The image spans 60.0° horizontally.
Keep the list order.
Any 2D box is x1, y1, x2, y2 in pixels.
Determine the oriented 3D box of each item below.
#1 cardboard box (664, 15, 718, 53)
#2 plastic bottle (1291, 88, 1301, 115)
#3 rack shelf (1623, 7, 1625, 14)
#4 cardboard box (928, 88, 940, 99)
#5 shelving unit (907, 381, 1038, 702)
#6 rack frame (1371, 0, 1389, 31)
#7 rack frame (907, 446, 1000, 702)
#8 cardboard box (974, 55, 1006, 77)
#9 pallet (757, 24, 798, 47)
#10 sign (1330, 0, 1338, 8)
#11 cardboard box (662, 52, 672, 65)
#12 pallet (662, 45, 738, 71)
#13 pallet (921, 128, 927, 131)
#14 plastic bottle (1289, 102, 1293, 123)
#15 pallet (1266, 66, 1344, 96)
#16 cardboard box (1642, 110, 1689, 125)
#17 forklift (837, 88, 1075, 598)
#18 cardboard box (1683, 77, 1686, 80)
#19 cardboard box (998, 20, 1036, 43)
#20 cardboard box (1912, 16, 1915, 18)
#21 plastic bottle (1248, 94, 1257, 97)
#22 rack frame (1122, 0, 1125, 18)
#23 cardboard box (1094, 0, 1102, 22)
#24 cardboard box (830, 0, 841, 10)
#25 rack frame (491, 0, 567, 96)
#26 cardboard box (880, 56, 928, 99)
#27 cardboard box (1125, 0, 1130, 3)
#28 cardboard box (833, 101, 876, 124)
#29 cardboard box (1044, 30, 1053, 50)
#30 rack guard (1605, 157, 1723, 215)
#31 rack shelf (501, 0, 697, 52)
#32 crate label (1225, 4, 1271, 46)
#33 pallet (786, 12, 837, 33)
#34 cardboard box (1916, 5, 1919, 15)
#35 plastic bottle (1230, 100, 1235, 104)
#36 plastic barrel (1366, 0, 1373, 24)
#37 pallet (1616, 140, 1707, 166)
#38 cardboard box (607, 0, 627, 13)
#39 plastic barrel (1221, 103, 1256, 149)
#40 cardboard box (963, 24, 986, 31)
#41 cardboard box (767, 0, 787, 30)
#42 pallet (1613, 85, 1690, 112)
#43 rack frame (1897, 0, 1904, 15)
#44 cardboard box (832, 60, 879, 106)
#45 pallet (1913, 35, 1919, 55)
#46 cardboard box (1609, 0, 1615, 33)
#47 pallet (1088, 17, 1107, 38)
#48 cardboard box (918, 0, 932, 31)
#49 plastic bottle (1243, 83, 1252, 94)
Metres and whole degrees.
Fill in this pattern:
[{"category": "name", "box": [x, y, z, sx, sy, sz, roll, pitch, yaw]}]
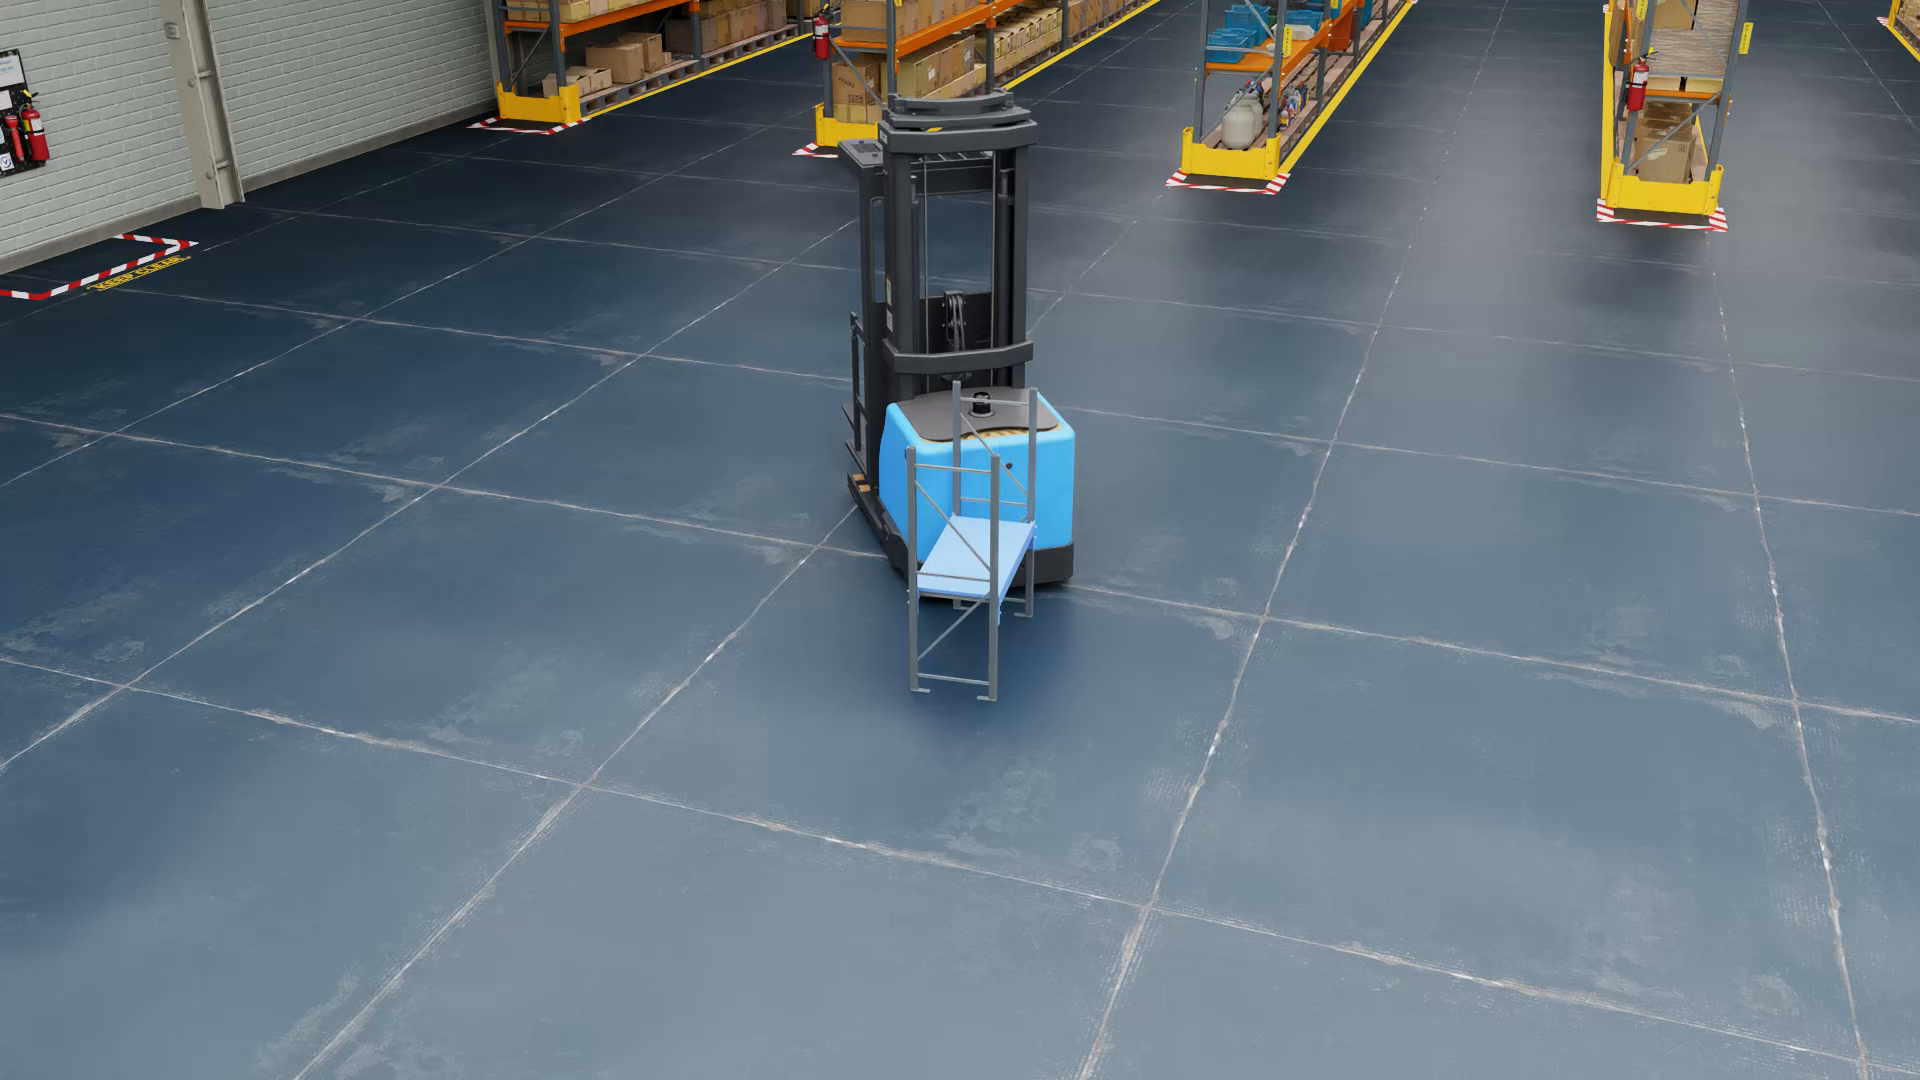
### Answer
[{"category": "cardboard box", "box": [-4.420, -8.326, 27.369, 0.700, 0.500, 0.500, 10, 27, 19]}, {"category": "plastic bottle", "box": [4.579, -6.000, 22.734, 0.144, 0.351, 0.185, 9, 27, 17]}, {"category": "rack shelf", "box": [11.360, -8.936, 27.089, 1.077, 0.370, 4.000, 9, 27, 17]}, {"category": "cardboard box", "box": [-0.590, -6.139, 23.160, 0.500, 0.250, 0.500, 9, 27, 17]}, {"category": "shelving unit", "box": [0.084, -0.010, 9.550, 0.538, 1.500, 1.048, 6, 26, 12]}, {"category": "rack frame", "box": [7.355, -10.800, 30.113, 1.000, 3.000, 0.127, 9, 27, 17]}, {"category": "rack frame", "box": [-0.037, 0.205, 9.105, 0.500, 1.500, 0.032, 6, 26, 12]}, {"category": "cardboard box", "box": [0.391, -7.313, 25.585, 0.500, 0.250, 0.500, 8, 27, 16]}, {"category": "pallet", "box": [-3.580, -9.016, 29.630, 1.003, 0.211, 1.213, 9, 27, 17]}, {"category": "sign", "box": [5.208, -7.552, 23.088, 0.100, 0.325, 0.005, 9, 27, 17]}, {"category": "cardboard box", "box": [-4.799, -7.647, 26.349, 0.380, 0.166, 0.250, 5, 26, 11]}, {"category": "pallet", "box": [-4.392, -8.014, 27.559, 1.003, 0.211, 1.213, 9, 27, 17]}, {"category": "pallet", "box": [-1.093, -5.653, 22.684, 1.003, 0.211, 1.213, 9, 27, 17]}, {"category": "plastic bottle", "box": [4.406, -5.720, 22.248, 0.097, 0.271, 0.097, 0, 26, 0]}, {"category": "pallet", "box": [5.322, -7.088, 25.648, 1.003, 0.211, 1.213, 9, 27, 17]}, {"category": "cardboard box", "box": [8.649, -4.973, 20.466, 0.500, 0.500, 0.500, 11, 28, 22]}, {"category": "forklift", "box": [-0.172, -1.582, 11.154, 1.130, 2.935, 3.031, -7, 27, -14]}, {"category": "cardboard box", "box": [8.614, -5.426, 19.302, 0.380, 0.149, 0.250, 9, 27, 17]}, {"category": "cardboard box", "box": [0.906, -8.201, 26.776, 0.500, 0.311, 0.500, 10, 27, 19]}, {"category": "cardboard box", "box": [17.255, -9.271, 29.745, 0.380, 0.149, 0.250, 9, 27, 18]}, {"category": "plastic bottle", "box": [3.977, -5.949, 22.716, 0.152, 0.276, 0.135, 9, 27, 17]}, {"category": "rack frame", "box": [2.685, -11.519, 31.600, 1.000, 3.000, 0.127, 9, 27, 17]}, {"category": "cardboard box", "box": [2.284, -9.731, 30.269, 0.500, 0.500, 0.500, 8, 27, 16]}, {"category": "cardboard box", "box": [-2.653, -10.456, 31.389, 0.750, 0.750, 0.750, 9, 27, 17]}, {"category": "rack frame", "box": [-5.981, -7.305, 22.895, 1.000, 3.000, 0.127, 9, 27, 17]}, {"category": "cardboard box", "box": [-0.755, -6.271, 22.572, 0.500, 0.500, 0.500, 9, 27, 17]}, {"category": "cardboard box", "box": [3.029, -10.648, 32.381, 0.500, 0.311, 0.500, 9, 27, 17]}, {"category": "cardboard box", "box": [-1.408, -5.803, 22.466, 0.500, 0.250, 0.500, 9, 27, 17]}, {"category": "cardboard box", "box": [1.241, -8.363, 27.754, 0.500, 0.250, 0.500, 8, 27, 17]}, {"category": "rack guard", "box": [8.058, -4.056, 19.054, 1.175, 0.500, 0.348, 9, 27, 17]}, {"category": "rack shelf", "box": [-5.315, -7.803, 24.749, 1.077, 0.370, 4.000, 9, 27, 17]}, {"category": "crate label", "box": [3.719, -6.680, 21.563, 0.502, 0.435, 0.616, 9, 27, 17]}, {"category": "pallet", "box": [-2.985, -9.650, 30.939, 1.003, 0.211, 1.213, 9, 27, 17]}, {"category": "cardboard box", "box": [16.907, -9.225, 28.967, 0.380, 0.149, 0.250, 8, 27, 16]}, {"category": "plastic bottle", "box": [3.669, -5.758, 22.321, 0.152, 0.276, 0.135, 9, 27, 18]}, {"category": "plastic barrel", "box": [7.158, -9.823, 30.022, 0.600, 0.901, 0.708, 9, 27, 17]}, {"category": "pallet", "box": [8.769, -4.754, 20.827, 1.003, 0.211, 1.213, 9, 27, 17]}, {"category": "cardboard box", "box": [-5.184, -7.825, 24.118, 0.500, 0.250, 0.500, 8, 27, 17]}, {"category": "plastic barrel", "box": [3.509, -5.219, 20.960, 0.421, 0.512, 0.421, 0, 26, 0]}, {"category": "cardboard box", "box": [0.223, -8.063, 26.491, 0.500, 0.311, 0.500, 9, 27, 17]}, {"category": "cardboard box", "box": [-3.509, -9.362, 29.507, 0.700, 0.500, 0.500, 9, 27, 18]}, {"category": "pallet", "box": [10.026, -6.362, 24.147, 1.003, 0.211, 1.213, 9, 27, 17]}, {"category": "rack frame", "box": [18.000, -10.964, 30.453, 1.000, 3.000, 0.127, 9, 27, 17]}, {"category": "cardboard box", "box": [-1.410, -6.140, 22.303, 0.500, 0.500, 0.500, 9, 27, 17]}, {"category": "pallet", "box": [16.860, -8.347, 28.246, 1.003, 0.211, 1.213, 9, 27, 17]}, {"category": "cardboard box", "box": [11.832, -9.048, 28.452, 1.225, 0.875, 0.875, 9, 27, 18]}, {"category": "pallet", "box": [2.046, -9.421, 30.467, 1.003, 0.211, 1.213, 9, 27, 17]}, {"category": "cardboard box", "box": [-0.800, -7.243, 22.652, 0.700, 0.500, 0.500, 9, 27, 18]}, {"category": "plastic bottle", "box": [3.970, -6.169, 23.083, 0.144, 0.351, 0.185, 8, 27, 15]}]
